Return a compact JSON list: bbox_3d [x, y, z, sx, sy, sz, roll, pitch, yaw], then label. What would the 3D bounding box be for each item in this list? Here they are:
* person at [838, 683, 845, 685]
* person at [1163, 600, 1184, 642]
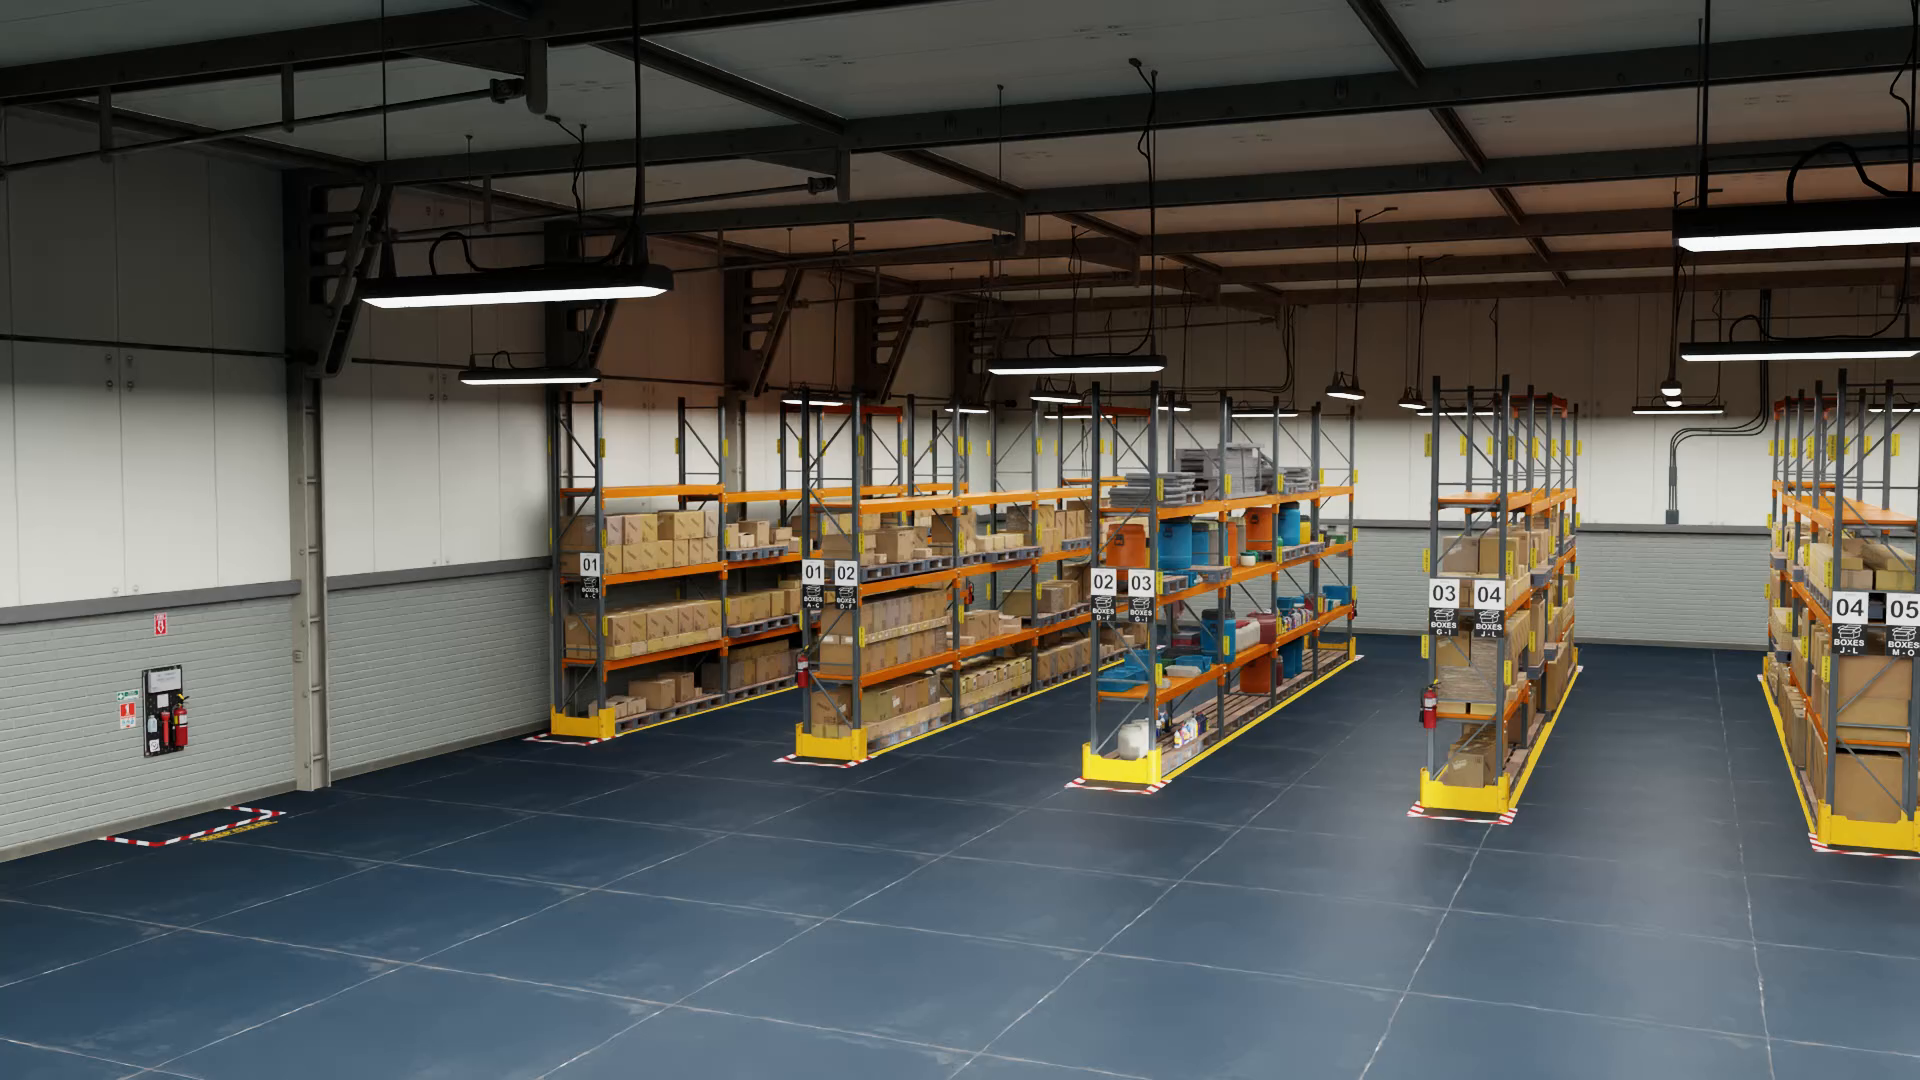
[{"bbox_3d":[-2.053,2.420,31.040,0.624,1.756,0.638,1,3,13],"label":"person"},{"bbox_3d":[5.411,1.792,42.367,0.917,1.746,0.611,3,4,42],"label":"person"}]
